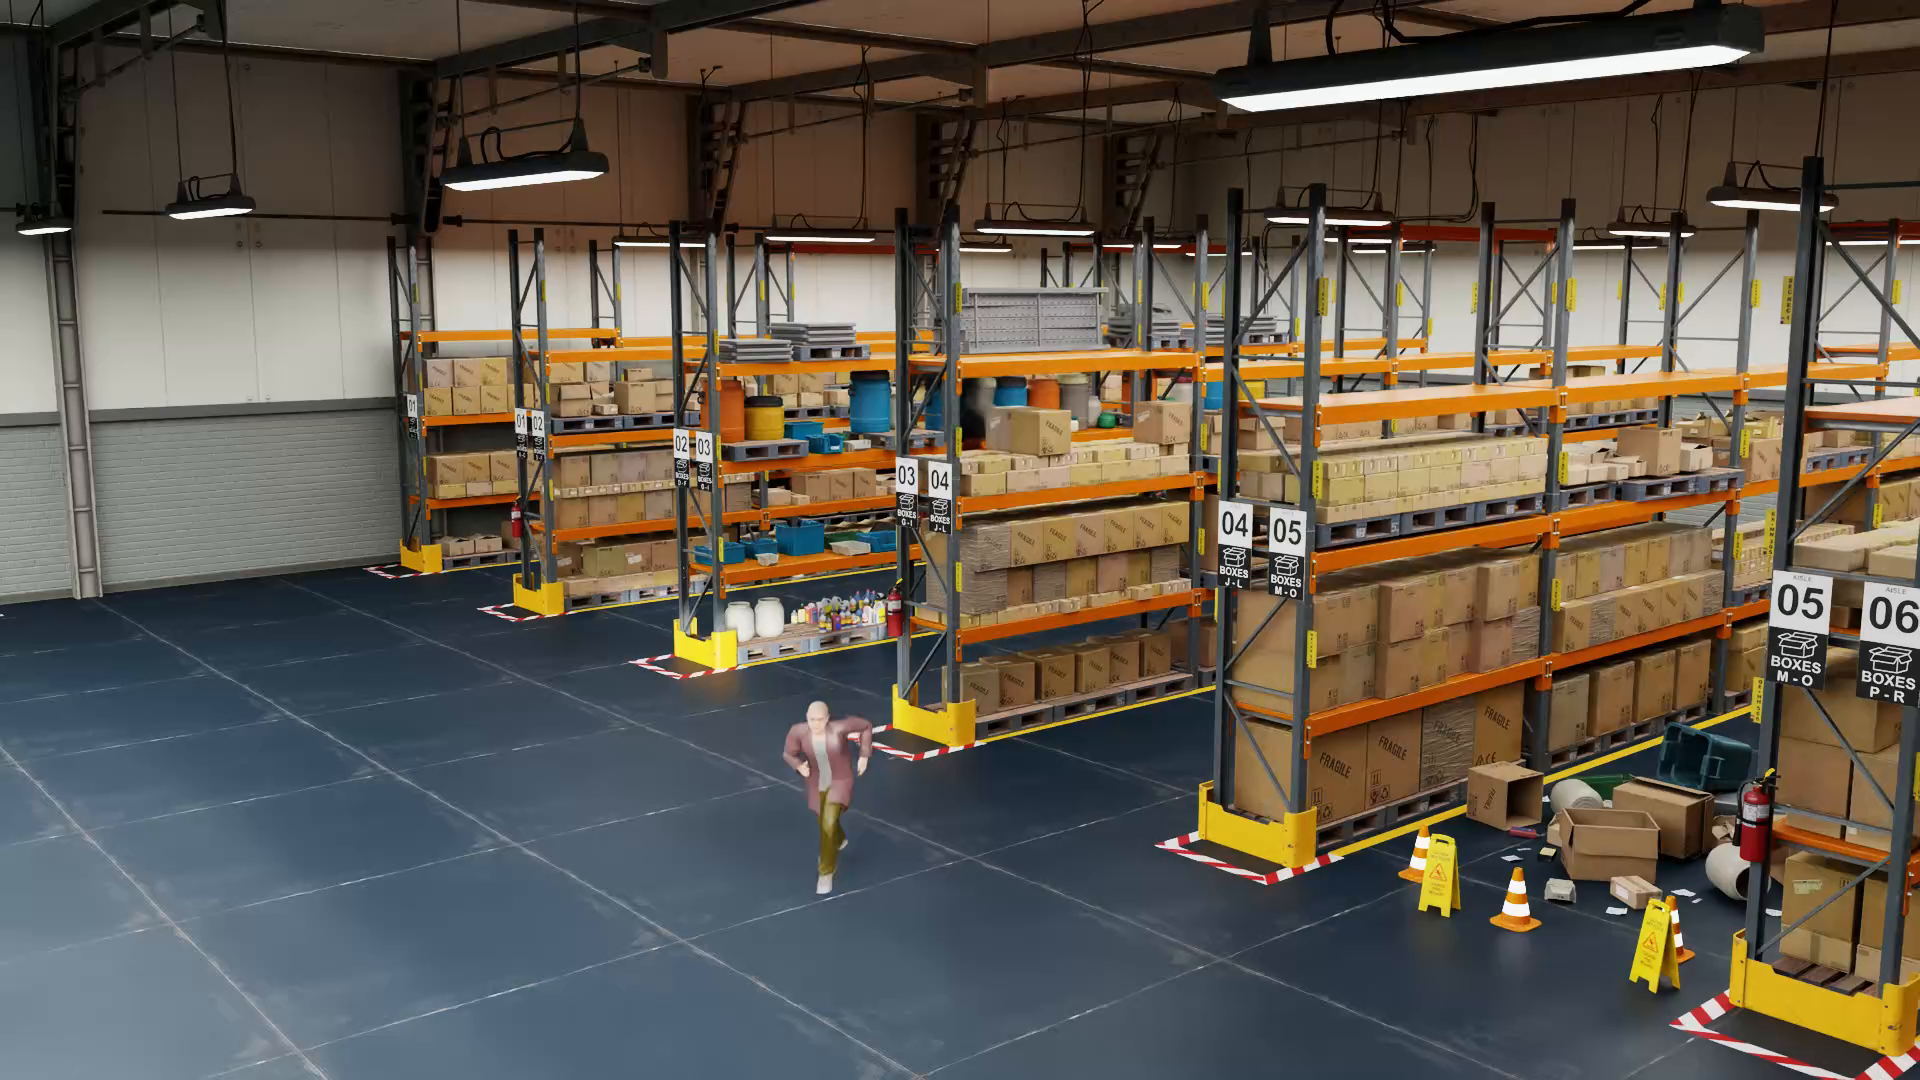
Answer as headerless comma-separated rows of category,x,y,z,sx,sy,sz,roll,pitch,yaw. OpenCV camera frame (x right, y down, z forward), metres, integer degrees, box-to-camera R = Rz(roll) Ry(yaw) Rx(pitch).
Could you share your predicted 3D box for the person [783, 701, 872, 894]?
person,-1.122,2.165,14.448,0.751,1.737,1.072,1,9,9
